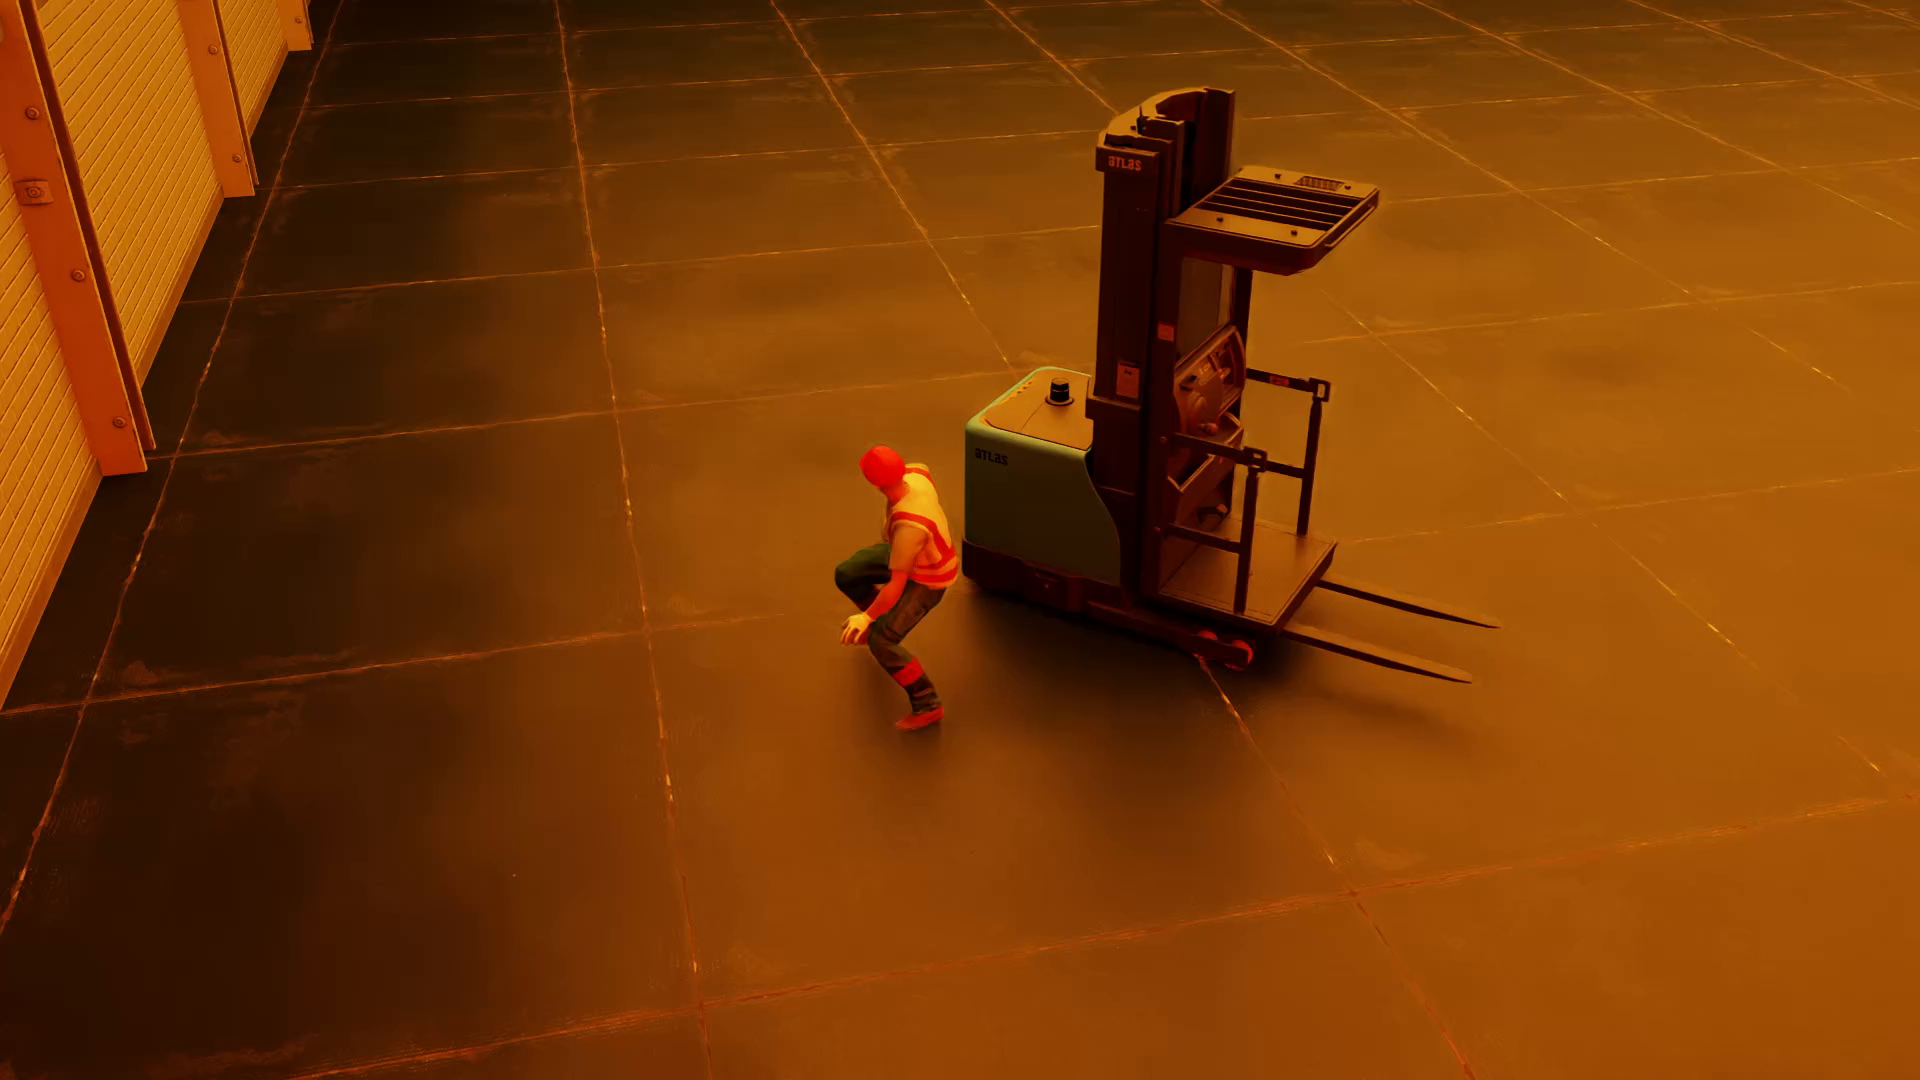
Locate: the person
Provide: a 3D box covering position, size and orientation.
[{"bbox_3d":[-0.345,0.169,8.745,0.678,1.539,0.833,-6,31,-9],"label":"person"}]

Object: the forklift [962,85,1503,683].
[{"bbox_3d":[1.548,-0.849,9.040,3.031,2.935,1.130,16,34,26],"label":"forklift"}]
